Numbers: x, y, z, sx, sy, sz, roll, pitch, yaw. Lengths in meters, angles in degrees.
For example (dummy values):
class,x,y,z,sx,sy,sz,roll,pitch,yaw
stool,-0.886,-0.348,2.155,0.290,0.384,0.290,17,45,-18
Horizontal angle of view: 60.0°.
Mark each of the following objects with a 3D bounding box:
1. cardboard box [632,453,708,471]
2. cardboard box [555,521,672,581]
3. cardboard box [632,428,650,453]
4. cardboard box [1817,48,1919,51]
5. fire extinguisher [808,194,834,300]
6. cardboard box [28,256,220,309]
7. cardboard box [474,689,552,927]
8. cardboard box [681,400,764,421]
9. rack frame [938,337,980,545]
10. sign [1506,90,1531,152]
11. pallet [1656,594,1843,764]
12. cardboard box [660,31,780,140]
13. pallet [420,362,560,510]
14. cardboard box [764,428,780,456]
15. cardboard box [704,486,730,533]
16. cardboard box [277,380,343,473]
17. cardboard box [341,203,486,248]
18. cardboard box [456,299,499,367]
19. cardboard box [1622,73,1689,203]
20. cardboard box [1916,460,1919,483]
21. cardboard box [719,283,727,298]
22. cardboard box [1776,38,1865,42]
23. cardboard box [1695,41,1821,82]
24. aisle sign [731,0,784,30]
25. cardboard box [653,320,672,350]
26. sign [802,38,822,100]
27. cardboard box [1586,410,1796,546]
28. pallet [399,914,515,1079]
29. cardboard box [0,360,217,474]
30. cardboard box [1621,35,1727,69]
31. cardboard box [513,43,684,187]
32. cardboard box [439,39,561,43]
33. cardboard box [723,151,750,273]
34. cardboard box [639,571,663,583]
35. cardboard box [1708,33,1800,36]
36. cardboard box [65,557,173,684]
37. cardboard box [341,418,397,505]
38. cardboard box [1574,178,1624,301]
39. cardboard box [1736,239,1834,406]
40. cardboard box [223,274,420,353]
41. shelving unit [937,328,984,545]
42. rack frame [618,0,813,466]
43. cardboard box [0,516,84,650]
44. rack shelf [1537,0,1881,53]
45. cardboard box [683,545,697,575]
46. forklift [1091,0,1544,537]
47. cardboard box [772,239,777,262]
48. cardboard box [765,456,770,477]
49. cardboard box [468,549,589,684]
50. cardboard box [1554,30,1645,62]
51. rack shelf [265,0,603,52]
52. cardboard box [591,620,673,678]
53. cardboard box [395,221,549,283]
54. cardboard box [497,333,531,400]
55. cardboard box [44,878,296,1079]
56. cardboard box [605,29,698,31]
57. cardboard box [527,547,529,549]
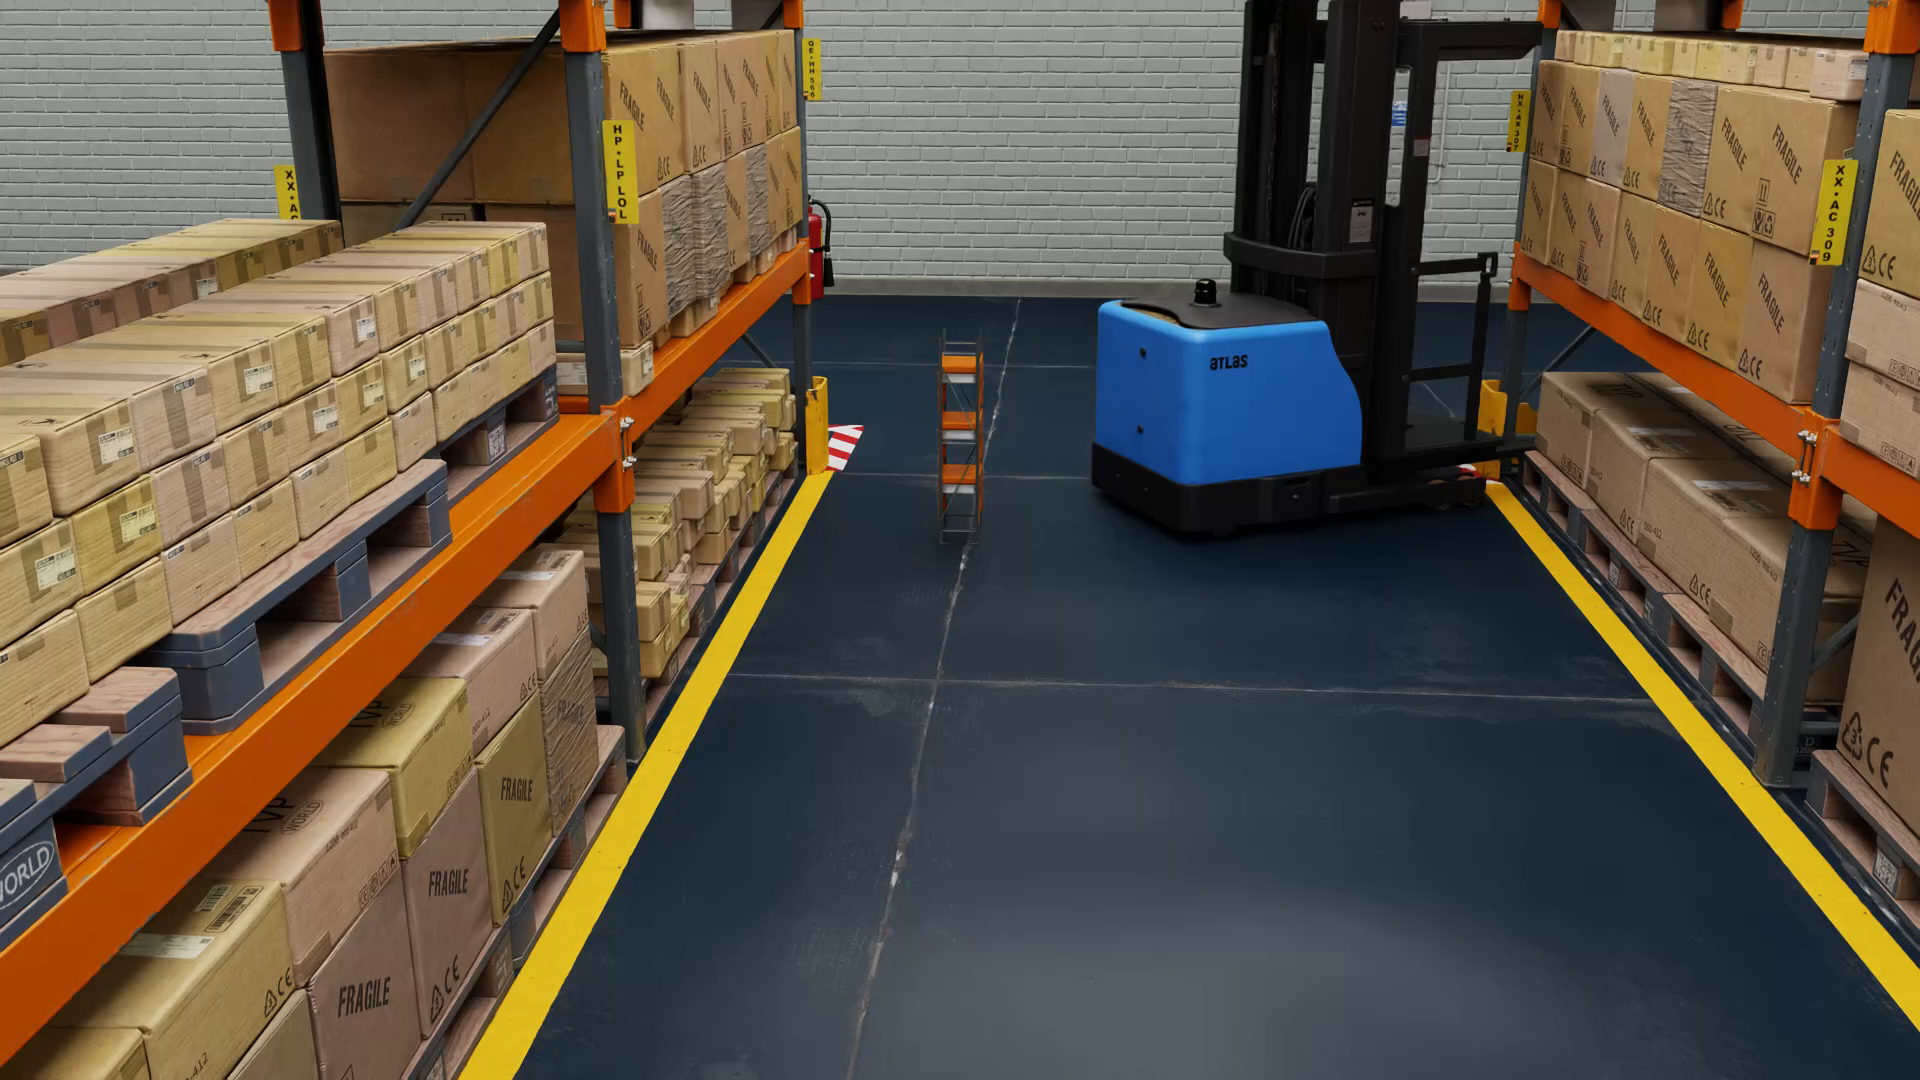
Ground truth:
class,x,y,z,sx,sy,sz,roll,pitch,yaw
cardboard box,-1.335,-0.285,7.423,0.380,0.149,0.250,1,18,2
cardboard box,-1.337,0.040,6.432,0.380,0.149,0.250,2,18,7
cardboard box,-1.747,-0.532,8.178,0.380,0.149,0.250,2,18,6
cardboard box,3.129,-1.580,5.619,0.380,0.149,0.250,2,18,5
fire extinguisher,-0.882,-1.742,9.645,0.296,0.674,0.183,1,18,4
cardboard box,-2.189,-0.653,4.371,0.380,0.149,0.250,1,18,3
cardboard box,-1.486,0.737,4.695,0.500,0.500,0.500,1,18,3
cardboard box,-1.194,-0.606,8.405,0.380,0.149,0.250,1,18,2
rack frame,-0.005,-0.478,8.195,0.200,1.050,0.008,1,18,4
sign,3.031,-2.272,9.023,0.100,0.325,0.005,1,18,4
pallet,3.430,0.524,6.485,1.003,0.211,1.213,1,18,4
cardboard box,-1.181,-2.247,8.219,0.500,0.500,0.500,1,18,2
pallet,-1.847,-0.320,4.892,1.003,0.211,1.213,1,18,4
cardboard box,-1.149,-0.542,8.688,0.380,0.149,0.250,1,18,2
cardboard box,-1.245,-0.140,7.459,0.380,0.149,0.250,1,18,3
cardboard box,-1.592,-0.254,3.634,0.380,0.149,0.250,2,18,6
cardboard box,-1.894,-0.991,5.992,0.500,0.500,0.500,1,18,4
cardboard box,-1.517,-0.580,4.628,0.380,0.149,0.250,2,18,6
cardboard box,3.172,-1.713,7.068,0.500,0.500,0.500,1,18,4
cardboard box,2.967,-0.204,4.469,0.500,0.250,0.500,1,18,3
cardboard box,-1.285,-1.180,7.611,0.380,0.149,0.250,2,18,5
cardboard box,3.684,-2.045,7.040,0.380,0.149,0.250,2,18,6
cardboard box,3.157,-1.896,6.584,0.380,0.149,0.250,1,18,3
aisle sign,-1.056,-3.139,9.012,0.394,0.787,0.004,1,18,4
cardboard box,-1.364,-0.857,6.625,0.380,0.149,0.250,0,18,1
sign,-0.808,-2.570,9.081,0.100,0.325,0.005,1,18,4
cardboard box,3.580,-0.299,7.959,0.875,0.438,0.875,2,18,5
pallet,-1.786,1.301,4.113,1.003,0.211,1.213,1,18,4
cardboard box,-1.632,-0.231,3.086,0.380,0.149,0.250,2,18,6
cardboard box,3.235,-2.210,7.541,0.380,0.149,0.250,1,18,4
cardboard box,-1.350,-1.606,6.262,0.500,0.500,0.500,1,18,2
cardboard box,-1.800,-1.781,6.797,0.500,0.500,0.500,2,18,5
cardboard box,-1.251,-1.459,7.421,0.500,0.500,0.500,2,18,7
cardboard box,-1.373,0.182,6.476,0.380,0.149,0.250,1,18,4
cardboard box,3.830,-2.362,8.008,0.380,0.149,0.250,1,18,3
cardboard box,-1.644,0.131,2.935,0.380,0.149,0.250,2,18,6
cardboard box,-1.568,-0.193,3.925,0.380,0.149,0.250,2,18,6
cardboard box,3.201,-1.398,7.713,0.500,0.500,0.500,1,18,4
cardboard box,3.076,-0.764,5.776,0.500,0.500,0.500,1,18,4
cardboard box,-1.560,-0.558,4.083,0.380,0.149,0.250,1,18,2
shelving unit,0.004,-0.516,8.310,0.215,1.050,0.252,1,18,4
rack frame,-1.360,-1.888,9.368,1.000,3.000,0.127,1,18,4
cardboard box,-1.666,0.062,2.667,0.380,0.149,0.250,1,18,2
rack shelf,3.441,-2.271,6.876,1.077,0.370,4.000,1,18,4
cardboard box,-1.363,0.078,7.271,0.380,0.149,0.250,1,18,2
forklift,2.285,-1.692,8.879,3.031,2.935,1.130,-8,20,-22
cardboard box,-1.160,-1.506,8.607,0.380,0.149,0.250,1,18,3
cardboard box,-1.212,-0.402,8.738,0.380,0.149,0.250,1,18,4
cardboard box,-1.448,0.223,5.060,0.500,0.250,0.500,1,18,2
cardboard box,3.283,-2.536,8.536,0.380,0.149,0.250,2,18,5
rack shelf,-1.790,-1.108,3.326,1.077,0.370,4.000,1,18,4
cardboard box,-1.300,0.404,6.278,0.380,0.149,0.250,0,18,2
cardboard box,-1.481,-0.880,5.064,0.380,0.149,0.250,2,18,6
cardboard box,-1.496,-0.517,4.914,0.380,0.149,0.250,1,18,4
cardboard box,-1.606,0.862,3.110,0.500,0.250,0.500,1,18,3
cardboard box,-1.657,-2.419,8.743,0.500,0.500,0.500,1,18,4
cardboard box,-1.902,0.030,6.462,0.380,0.149,0.250,2,18,5
